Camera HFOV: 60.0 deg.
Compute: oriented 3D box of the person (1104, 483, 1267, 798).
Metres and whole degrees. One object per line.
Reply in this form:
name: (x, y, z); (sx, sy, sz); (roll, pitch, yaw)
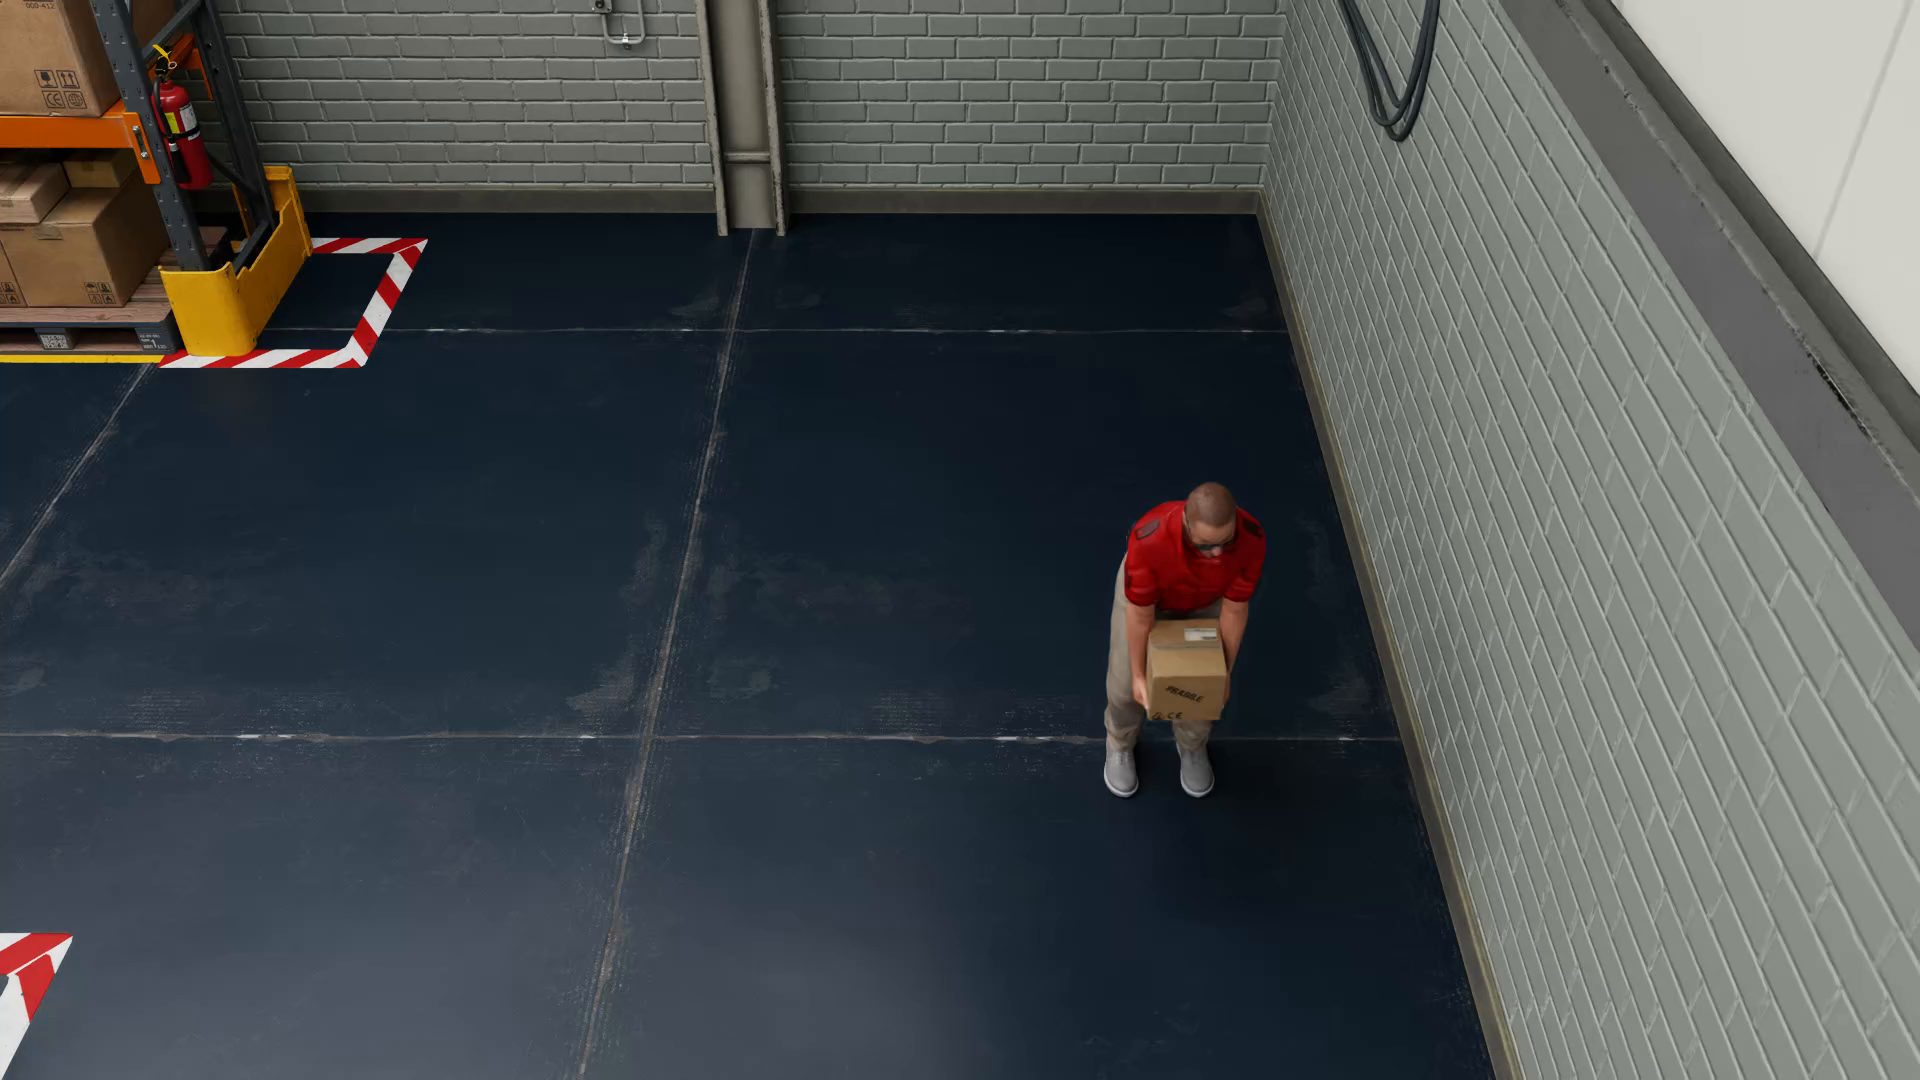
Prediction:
person: (0.777, 0.324, 5.868); (0.477, 1.617, 0.653); (-1, 39, -1)
